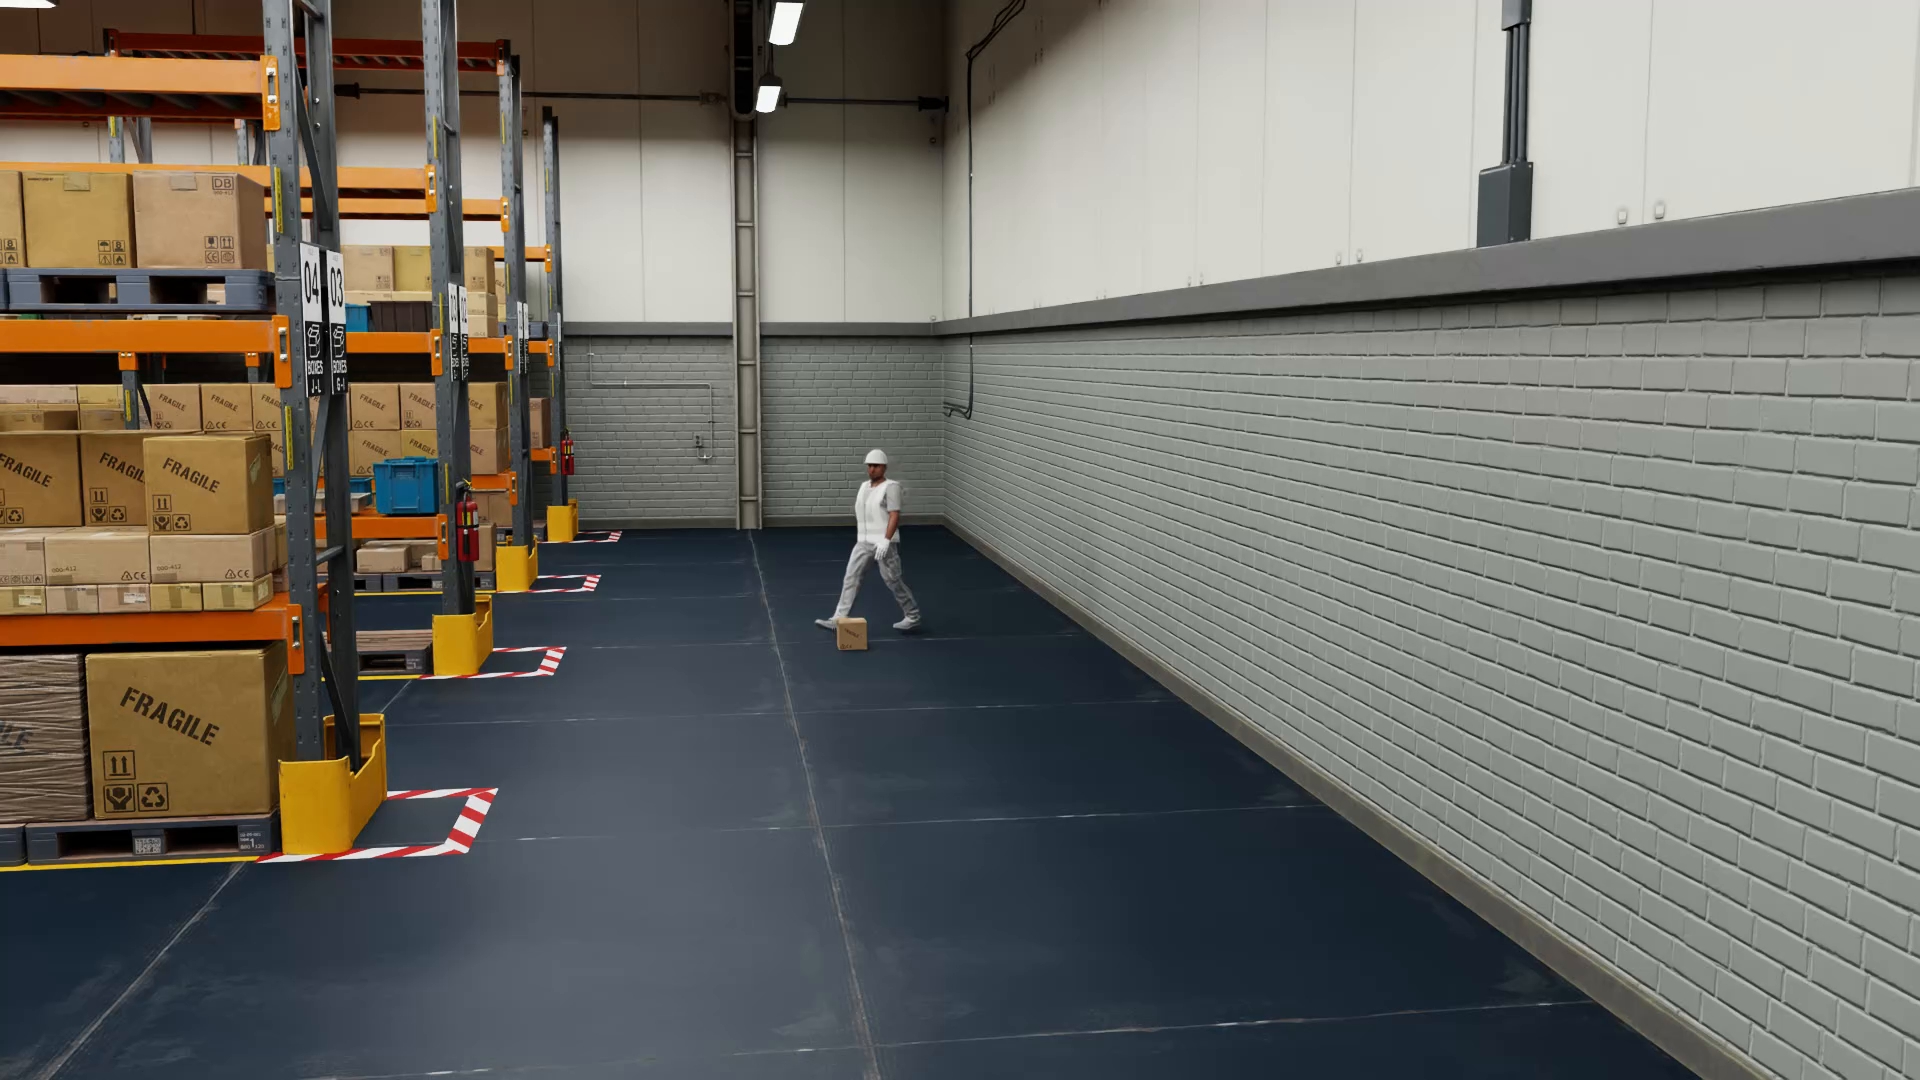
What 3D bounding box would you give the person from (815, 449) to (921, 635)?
[{"bbox_3d":[-0.847,0.022,15.494,0.586,1.720,1.058,6,9,43],"label":"person"}]
